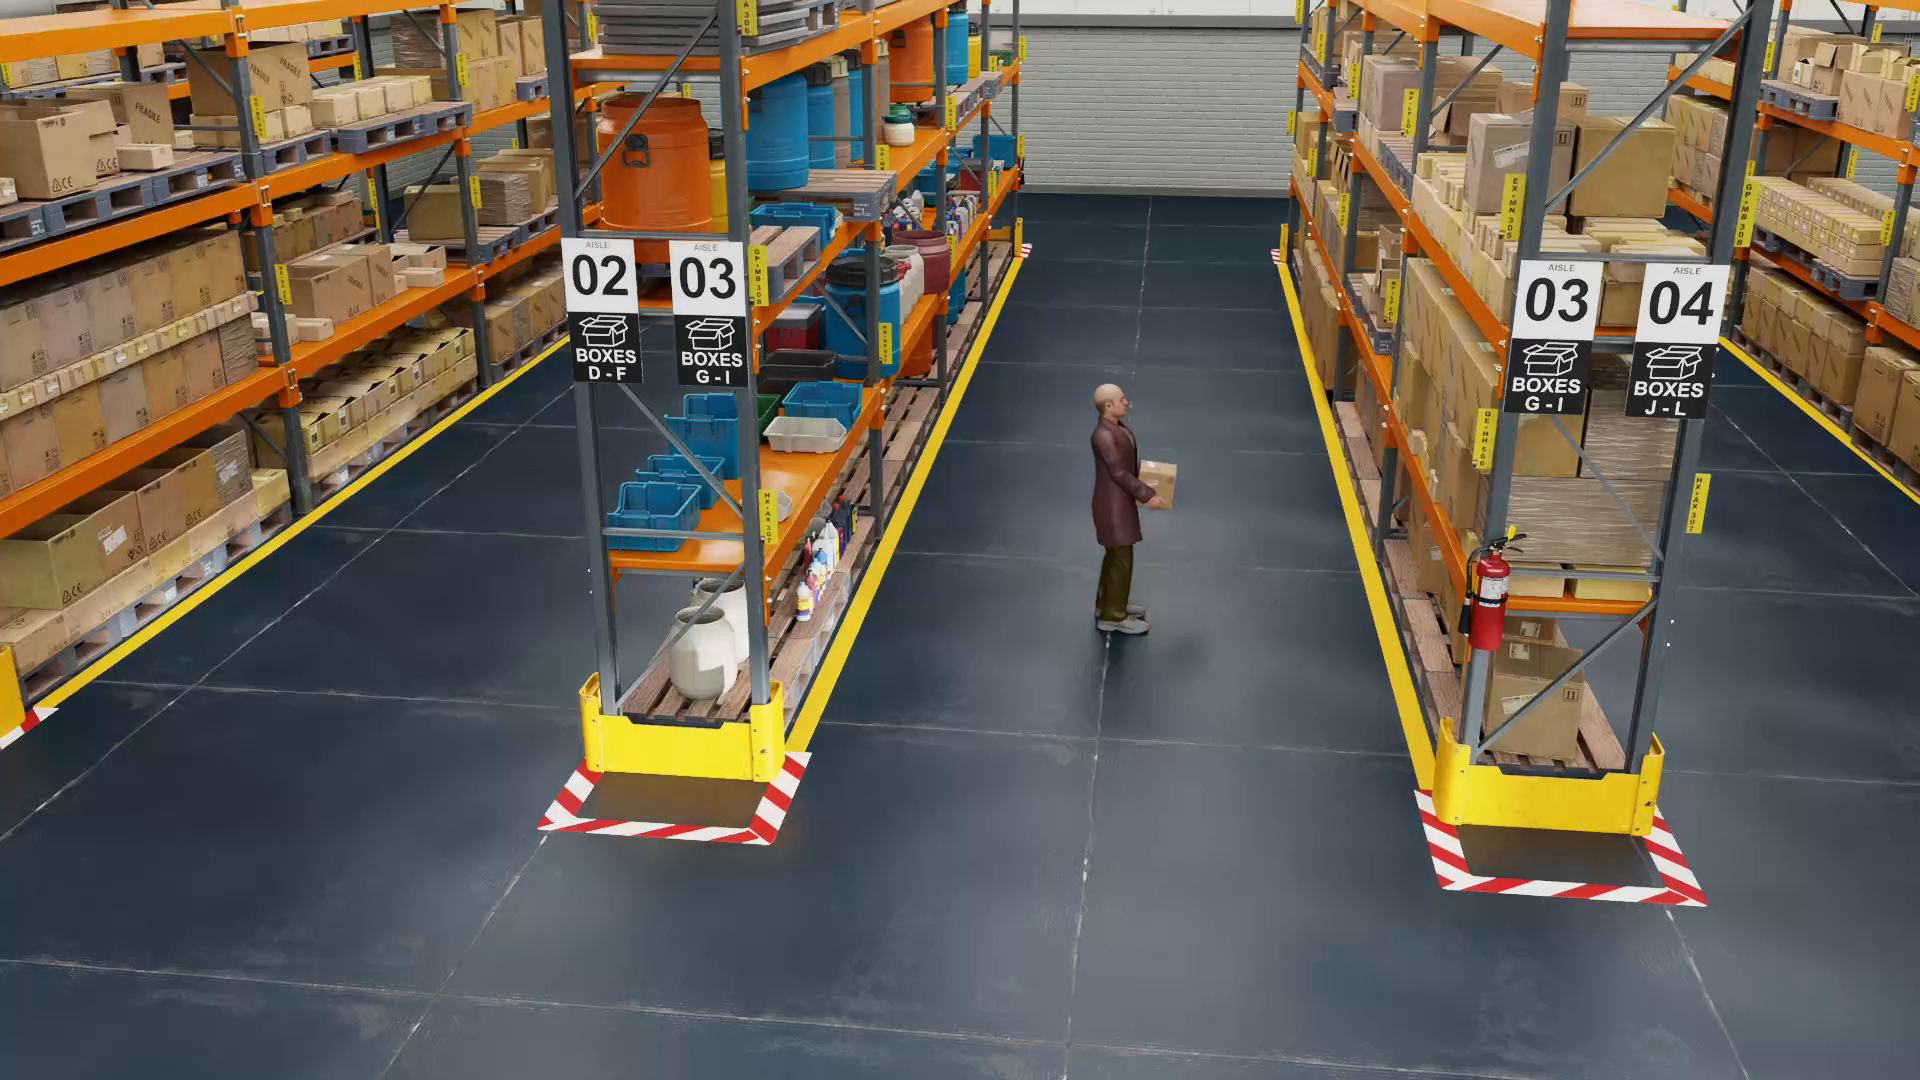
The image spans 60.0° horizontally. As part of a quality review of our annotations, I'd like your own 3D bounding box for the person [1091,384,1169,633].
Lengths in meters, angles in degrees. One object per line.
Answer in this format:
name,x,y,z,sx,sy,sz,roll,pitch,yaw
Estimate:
person,1.189,-0.229,11.707,0.553,1.771,0.527,3,21,7
